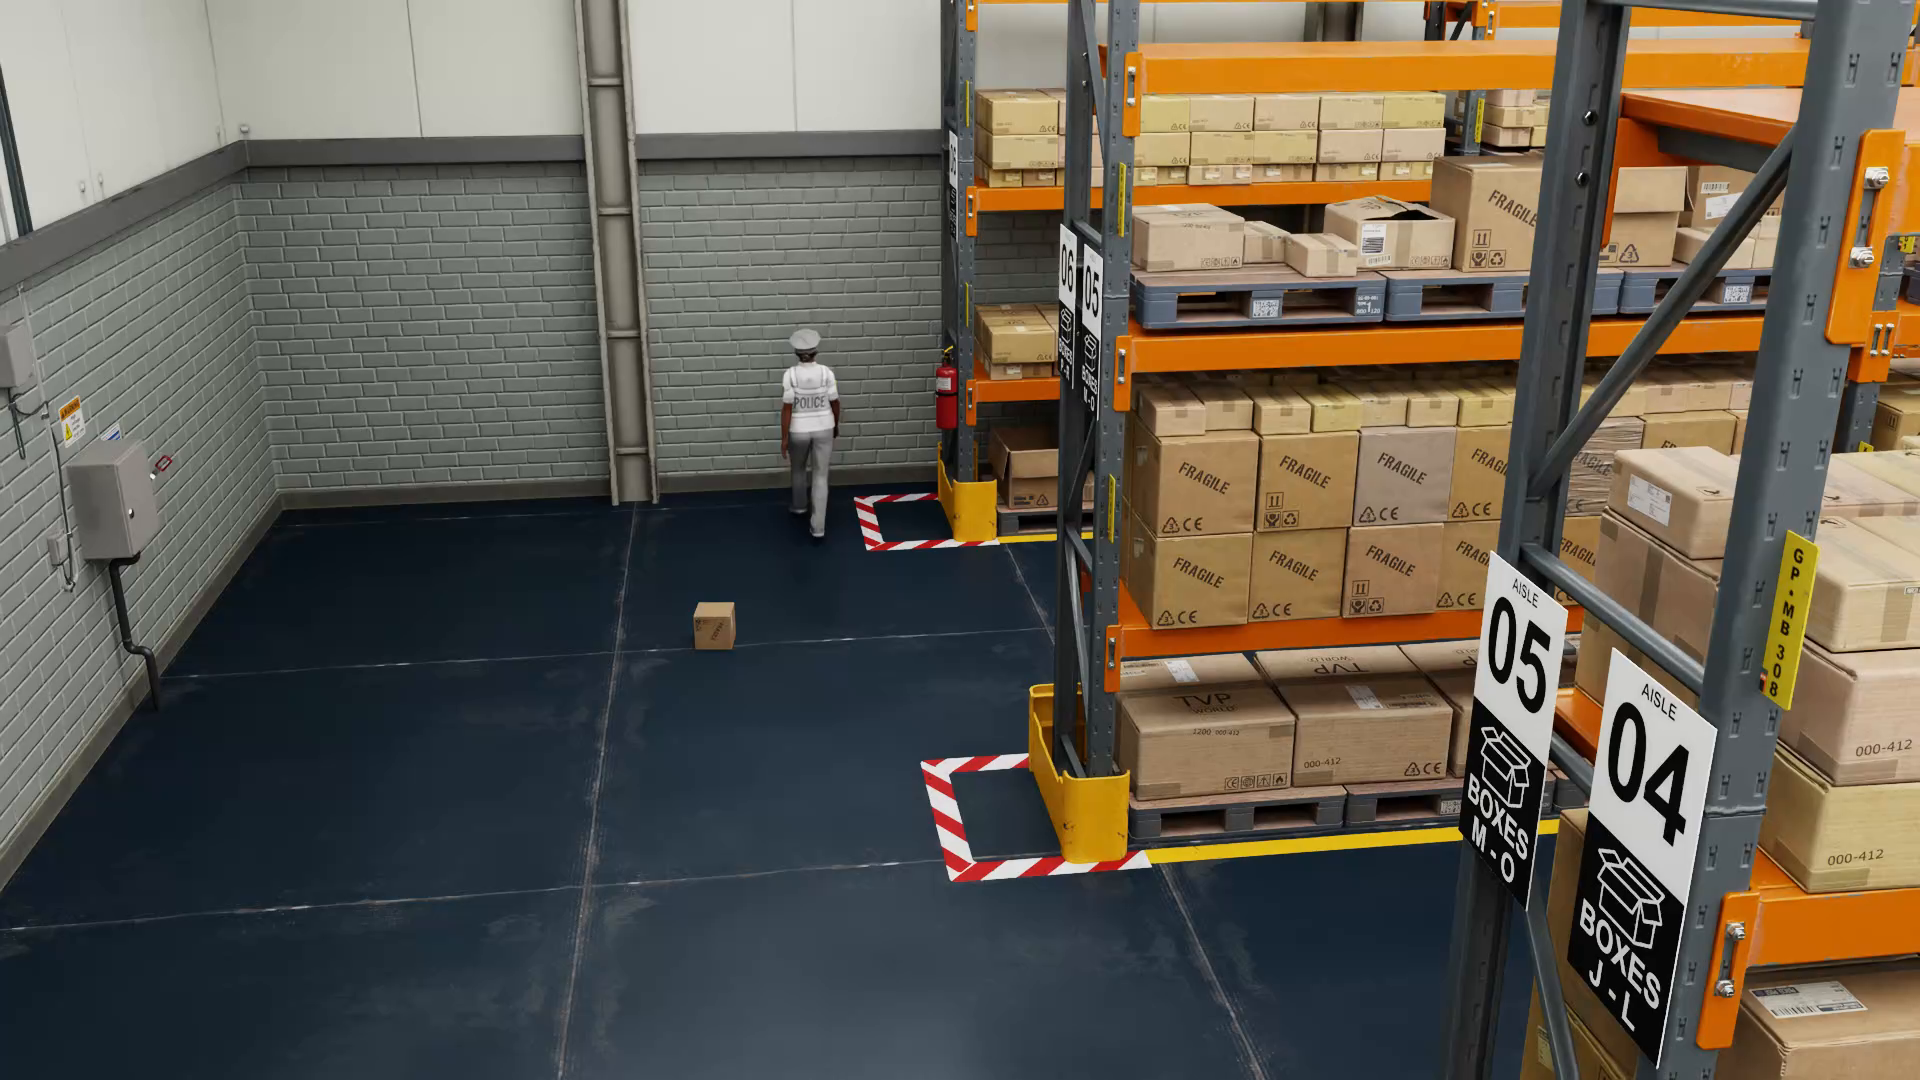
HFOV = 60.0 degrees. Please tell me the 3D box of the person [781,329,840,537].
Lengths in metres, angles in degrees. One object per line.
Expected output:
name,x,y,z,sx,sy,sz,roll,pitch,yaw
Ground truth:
person,-1.213,-0.913,13.490,0.483,1.651,0.912,-2,20,-6
